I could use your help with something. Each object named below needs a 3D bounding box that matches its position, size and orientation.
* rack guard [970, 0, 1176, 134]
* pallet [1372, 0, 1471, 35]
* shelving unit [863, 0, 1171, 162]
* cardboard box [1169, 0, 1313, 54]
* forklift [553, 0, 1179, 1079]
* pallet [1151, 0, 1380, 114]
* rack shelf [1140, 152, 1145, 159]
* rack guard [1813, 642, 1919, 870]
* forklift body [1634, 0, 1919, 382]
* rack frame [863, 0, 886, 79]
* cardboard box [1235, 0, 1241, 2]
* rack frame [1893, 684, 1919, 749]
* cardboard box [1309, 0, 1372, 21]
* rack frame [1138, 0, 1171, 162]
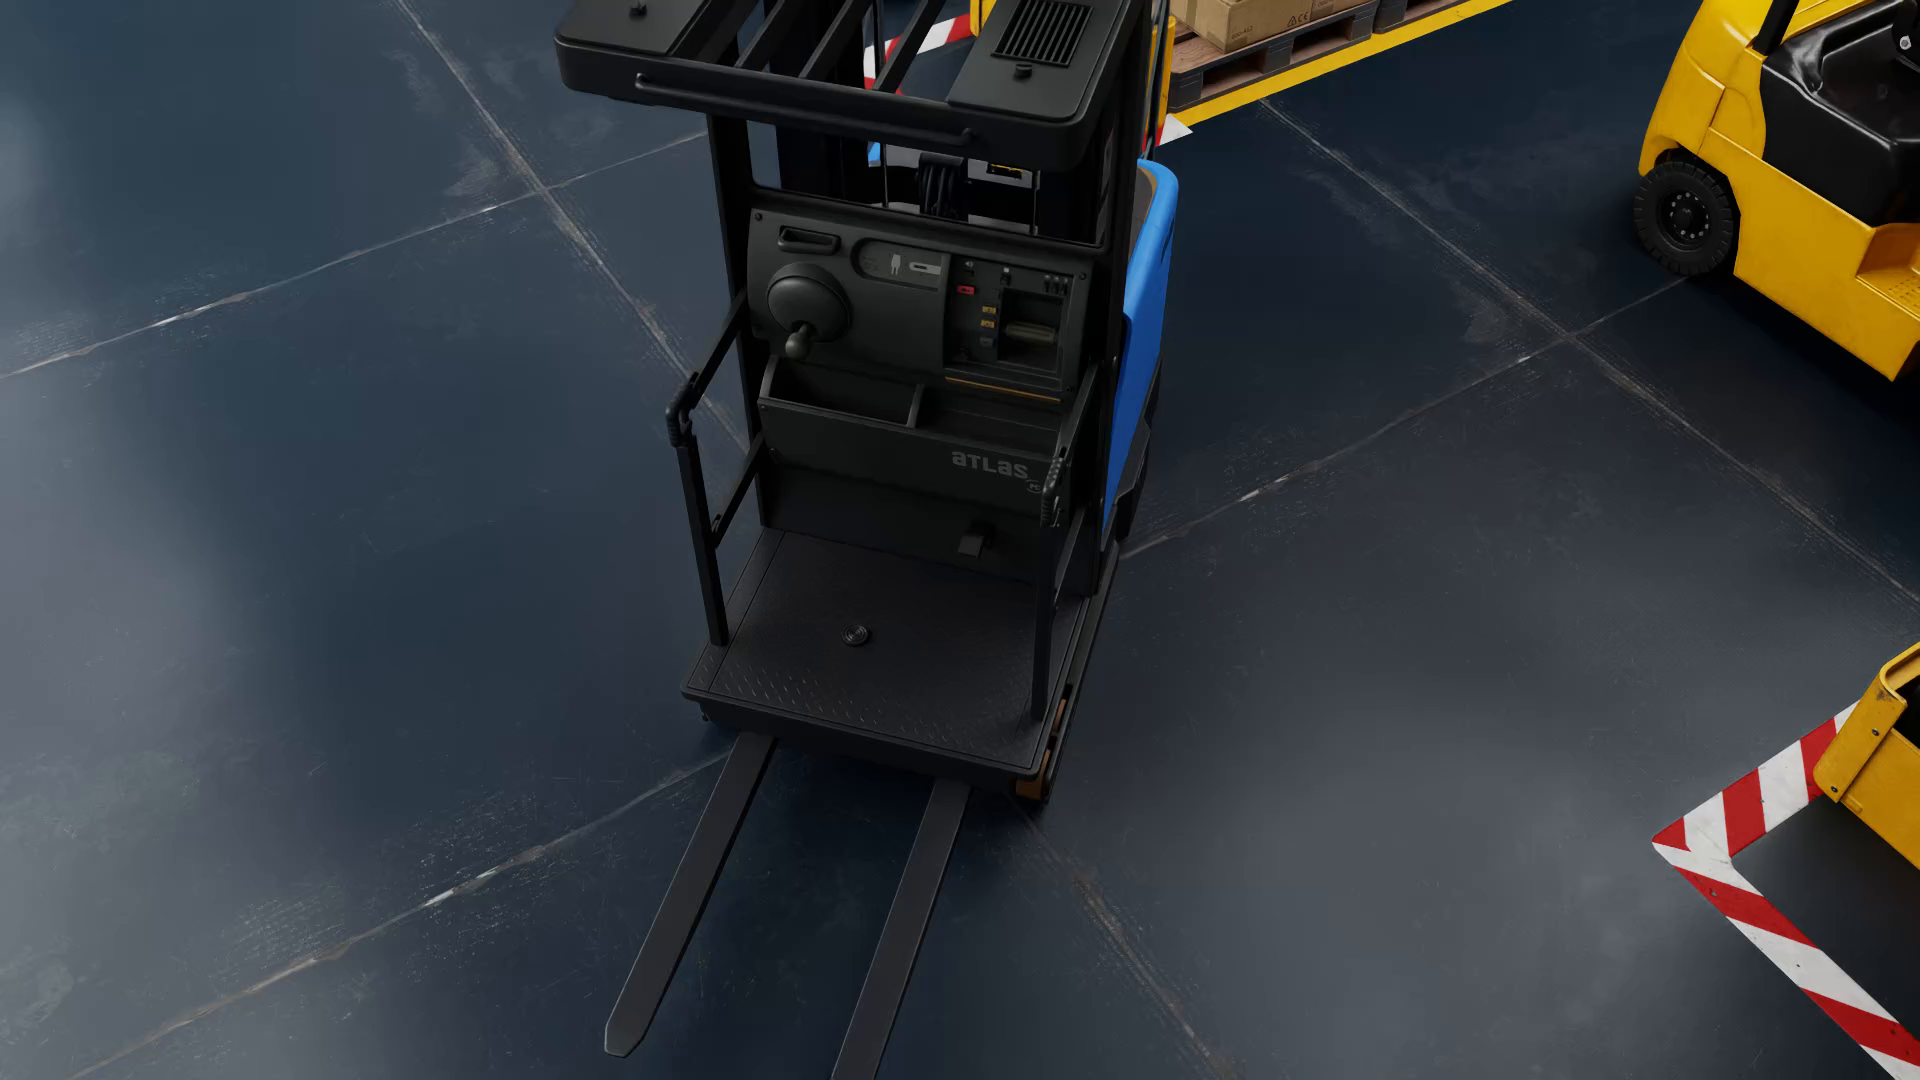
[{"bbox_3d":[0.482,-2.321,7.482,0.348,0.500,1.175,-25,53,-21],"label":"rack guard"},{"bbox_3d":[2.219,-3.009,8.289,1.213,0.211,1.003,-25,53,-21],"label":"pallet"},{"bbox_3d":[0.149,-1.392,5.983,1.048,1.500,0.538,10,49,9],"label":"shelving unit"},{"bbox_3d":[1.248,-2.494,7.522,0.500,0.250,0.500,-26,53,-21],"label":"cardboard box"},{"bbox_3d":[-0.174,-0.525,4.255,1.130,2.935,3.031,12,49,11],"label":"forklift"},{"bbox_3d":[1.188,-2.526,7.858,1.213,0.211,1.003,-25,53,-21],"label":"pallet"},{"bbox_3d":[0.149,-1.271,6.116,1.000,0.185,0.538,10,49,9],"label":"rack shelf"},{"bbox_3d":[3.049,0.853,4.656,0.348,0.500,1.175,-25,53,-21],"label":"rack guard"},{"bbox_3d":[3.700,-1.614,5.747,1.214,2.155,2.313,-25,53,-21],"label":"forklift body"},{"bbox_3d":[-0.345,-1.482,6.063,0.032,1.500,0.500,10,49,9],"label":"rack frame"},{"bbox_3d":[1.267,-2.753,7.251,0.500,0.500,0.500,-27,54,-22],"label":"cardboard box"},{"bbox_3d":[3.070,0.012,3.731,0.127,3.000,1.000,-25,53,-21],"label":"rack frame"},{"bbox_3d":[1.683,-2.692,7.699,0.500,0.250,0.500,-23,52,-20],"label":"cardboard box"},{"bbox_3d":[0.643,-1.301,5.902,0.032,1.500,0.500,10,49,9],"label":"rack frame"}]
